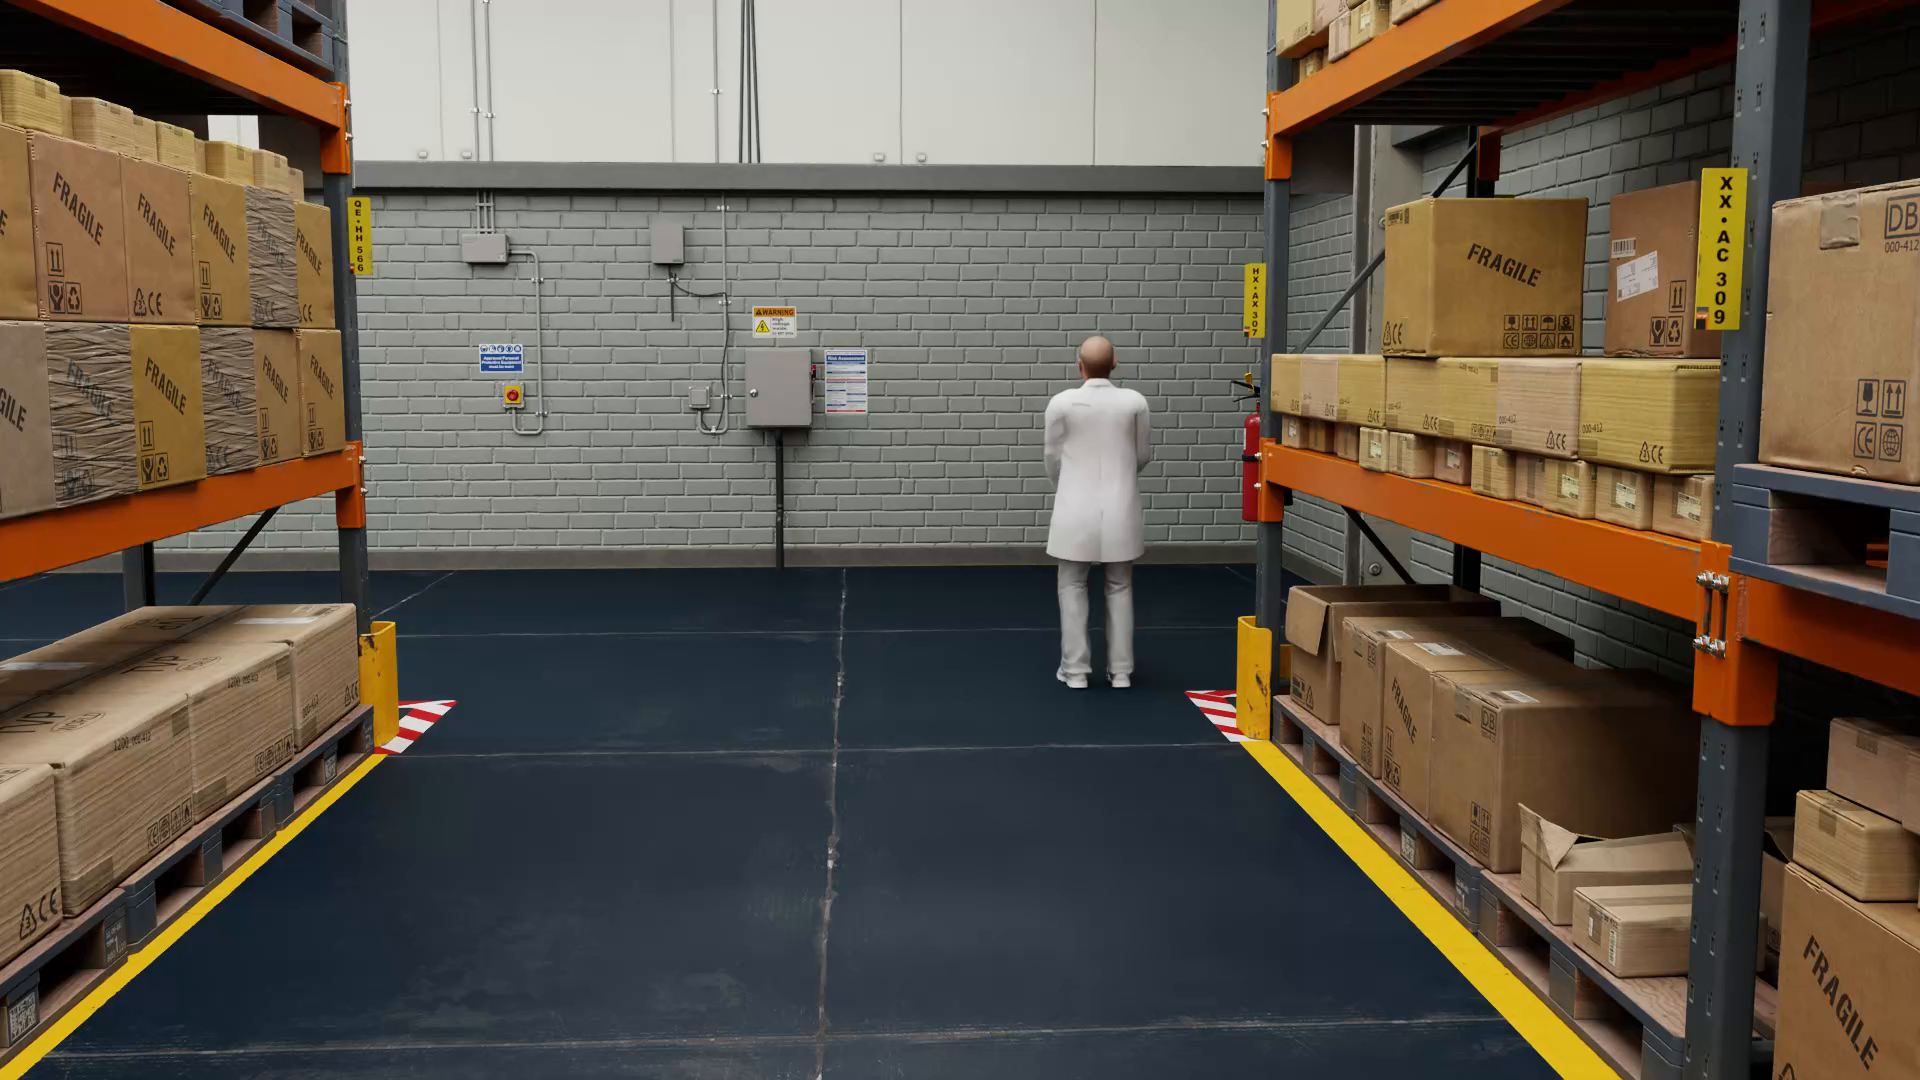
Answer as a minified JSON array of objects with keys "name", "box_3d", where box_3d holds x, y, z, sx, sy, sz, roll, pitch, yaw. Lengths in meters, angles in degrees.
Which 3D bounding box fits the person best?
[{"name":"person","box_3d":[0.686,-0.147,8.528,0.542,1.779,0.541,0,7,-4]}]
